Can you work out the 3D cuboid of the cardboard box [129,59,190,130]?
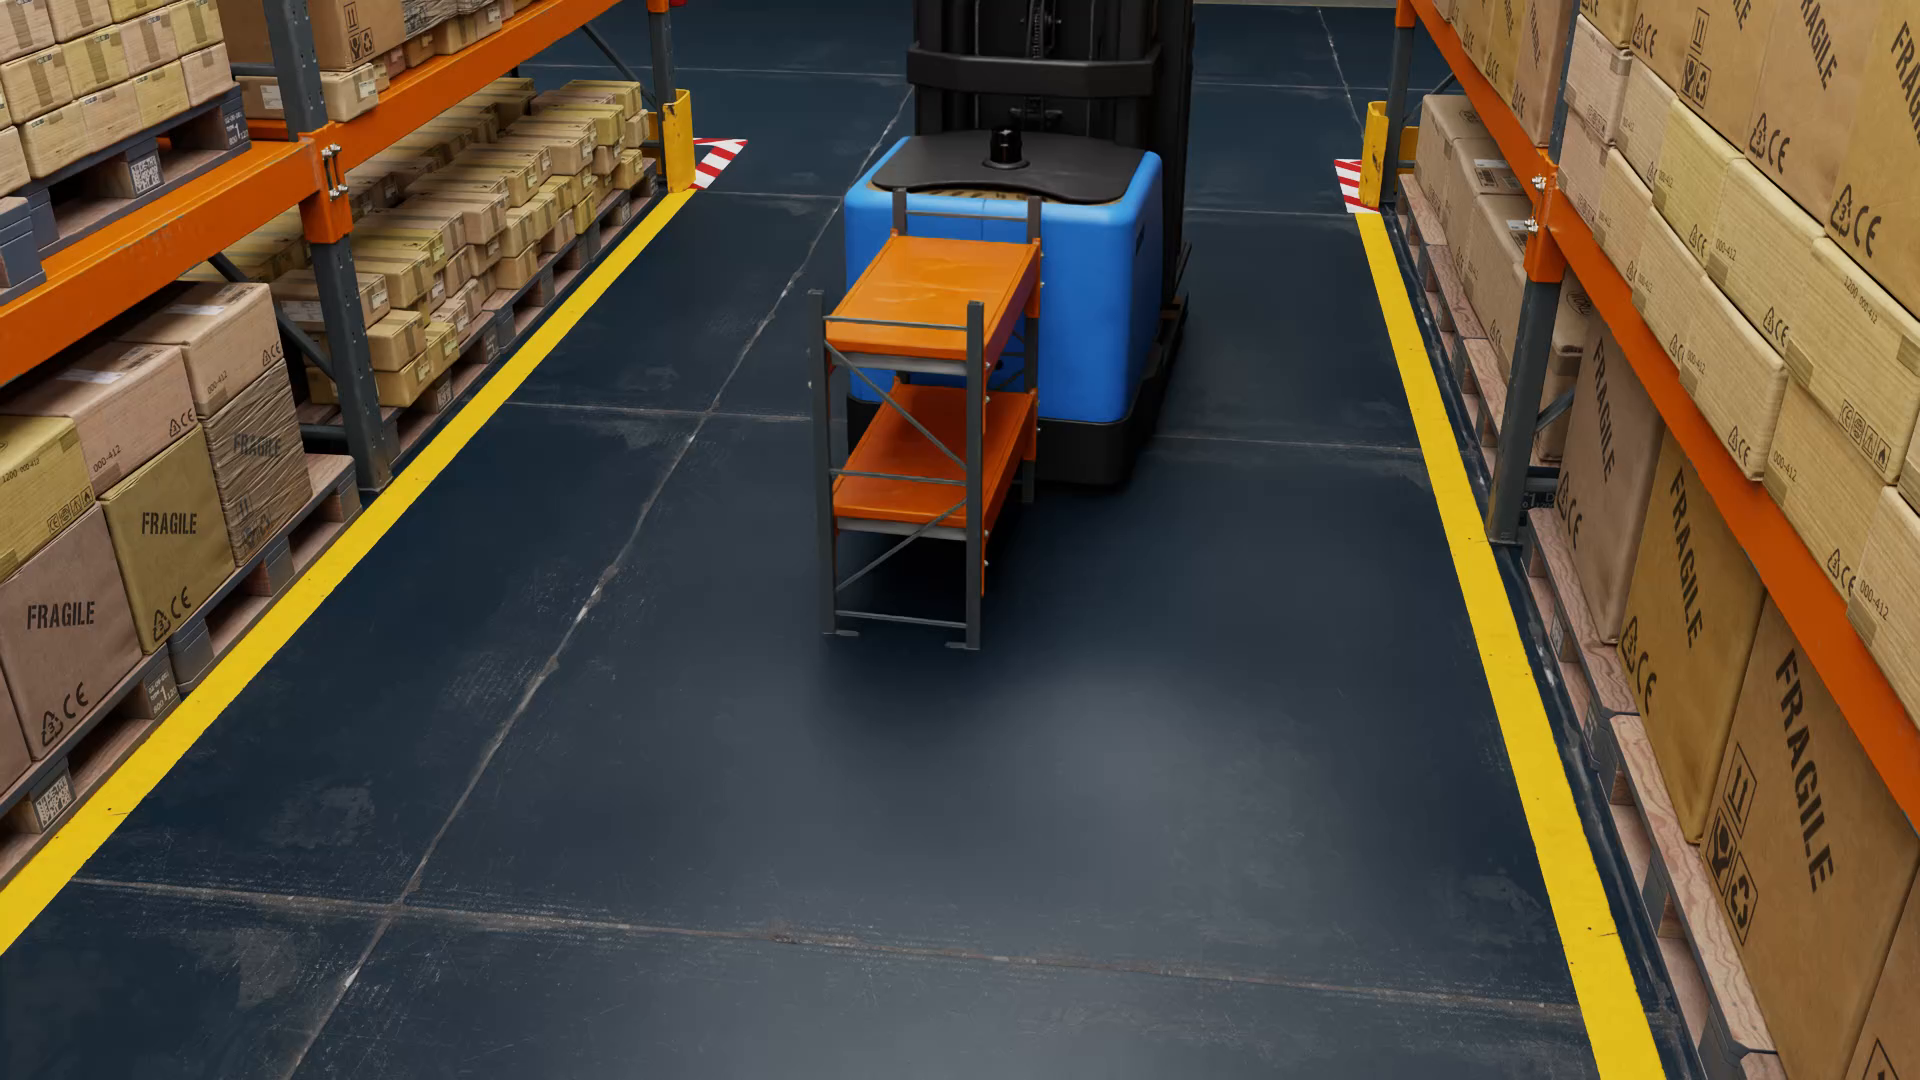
[{"bbox_3d":[-2.485,-1.296,4.816,0.380,0.149,0.250,4,29,6],"label":"cardboard box"}]

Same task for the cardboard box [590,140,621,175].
[{"bbox_3d":[-1.955,-1.977,8.506,0.380,0.149,0.250,2,28,4],"label":"cardboard box"}]

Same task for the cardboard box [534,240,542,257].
[{"bbox_3d":[-2.164,-1.367,7.687,0.380,0.149,0.250,4,29,8],"label":"cardboard box"}]

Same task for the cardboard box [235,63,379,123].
[{"bbox_3d":[-2.243,-1.547,5.723,0.380,0.149,0.250,4,29,8],"label":"cardboard box"}]

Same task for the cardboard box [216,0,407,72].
[{"bbox_3d":[-2.291,-1.936,5.762,0.500,0.500,0.500,3,28,5],"label":"cardboard box"}]

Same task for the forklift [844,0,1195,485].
[{"bbox_3d":[0.413,-2.169,6.685,1.130,2.935,3.031,6,29,11],"label":"forklift"}]

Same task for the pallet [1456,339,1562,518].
[{"bbox_3d":[2.494,-0.429,6.323,1.003,0.211,1.213,3,28,6],"label":"pallet"}]

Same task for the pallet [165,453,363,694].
[{"bbox_3d":[-2.696,0.051,5.432,1.003,0.211,1.213,3,28,6],"label":"pallet"}]

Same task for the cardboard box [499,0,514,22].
[{"bbox_3d":[-2.143,-2.298,7.118,0.380,0.149,0.250,4,29,8],"label":"cardboard box"}]

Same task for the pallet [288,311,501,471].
[{"bbox_3d":[-2.555,-0.633,6.703,1.003,0.211,1.213,3,28,6],"label":"pallet"}]

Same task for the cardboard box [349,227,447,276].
[{"bbox_3d":[-2.280,-1.133,6.626,0.380,0.149,0.250,3,28,5],"label":"cardboard box"}]

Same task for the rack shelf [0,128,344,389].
[{"bbox_3d":[-2.847,-0.285,3.874,1.077,0.370,4.000,3,28,6],"label":"rack shelf"}]

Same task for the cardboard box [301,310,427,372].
[{"bbox_3d":[-2.240,-0.756,6.239,0.380,0.149,0.250,5,29,9],"label":"cardboard box"}]

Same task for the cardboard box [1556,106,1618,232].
[{"bbox_3d":[2.007,-1.045,4.685,0.500,0.250,0.500,3,28,5],"label":"cardboard box"}]

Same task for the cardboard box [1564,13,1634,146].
[{"bbox_3d":[1.989,-1.266,4.568,0.500,0.250,0.500,3,28,5],"label":"cardboard box"}]

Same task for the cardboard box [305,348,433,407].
[{"bbox_3d":[-2.239,-0.625,6.311,0.380,0.149,0.250,2,28,4],"label":"cardboard box"}]

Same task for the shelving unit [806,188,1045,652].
[{"bbox_3d":[-0.080,-0.418,5.340,0.538,1.125,1.048,6,29,10],"label":"shelving unit"}]

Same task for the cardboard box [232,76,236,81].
[{"bbox_3d":[-2.876,-1.708,6.022,0.380,0.149,0.250,3,28,5],"label":"cardboard box"}]

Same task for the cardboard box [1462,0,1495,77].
[{"bbox_3d":[2.231,-2.060,6.306,0.500,0.500,0.500,3,28,5],"label":"cardboard box"}]

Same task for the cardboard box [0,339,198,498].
[{"bbox_3d":[-2.519,-0.351,4.641,0.500,0.250,0.500,5,29,9],"label":"cardboard box"}]

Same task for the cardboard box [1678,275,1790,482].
[{"bbox_3d":[1.796,-0.326,3.351,0.500,0.250,0.500,3,28,5],"label":"cardboard box"}]

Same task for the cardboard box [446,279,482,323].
[{"bbox_3d":[-2.246,-0.993,6.994,0.380,0.149,0.250,3,28,5],"label":"cardboard box"}]

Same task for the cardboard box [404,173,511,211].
[{"bbox_3d":[-2.207,-1.505,7.317,0.380,0.149,0.250,2,28,4],"label":"cardboard box"}]

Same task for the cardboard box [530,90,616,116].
[{"bbox_3d":[-2.013,-2.239,8.678,0.380,0.149,0.250,4,29,7],"label":"cardboard box"}]

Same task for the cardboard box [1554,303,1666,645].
[{"bbox_3d":[2.326,-0.256,4.860,0.875,0.875,0.875,4,29,8],"label":"cardboard box"}]

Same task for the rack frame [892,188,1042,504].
[{"bbox_3d":[0.022,-0.654,5.779,0.500,1.125,0.032,6,29,10],"label":"rack frame"}]

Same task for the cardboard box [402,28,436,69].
[{"bbox_3d":[-2.265,-1.929,6.432,0.380,0.149,0.250,2,28,4],"label":"cardboard box"}]

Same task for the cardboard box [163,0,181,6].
[{"bbox_3d":[-2.458,-1.679,4.898,0.380,0.149,0.250,5,29,9],"label":"cardboard box"}]

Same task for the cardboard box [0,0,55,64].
[{"bbox_3d":[-2.555,-1.307,4.208,0.380,0.149,0.250,3,28,6],"label":"cardboard box"}]

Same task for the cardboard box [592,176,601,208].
[{"bbox_3d":[-2.036,-1.732,8.366,0.380,0.149,0.250,4,29,7],"label":"cardboard box"}]

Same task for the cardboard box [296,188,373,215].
[{"bbox_3d":[-2.751,-1.408,7.136,0.380,0.149,0.250,2,28,4],"label":"cardboard box"}]

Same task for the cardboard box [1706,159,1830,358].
[{"bbox_3d":[1.805,-0.545,3.230,0.500,0.250,0.500,3,28,5],"label":"cardboard box"}]

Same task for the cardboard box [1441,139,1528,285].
[{"bbox_3d":[2.728,-1.495,7.621,0.875,0.438,0.875,4,29,8],"label":"cardboard box"}]

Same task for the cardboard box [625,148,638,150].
[{"bbox_3d":[-1.970,-2.096,9.040,0.380,0.149,0.250,4,29,7],"label":"cardboard box"}]

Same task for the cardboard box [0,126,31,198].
[{"bbox_3d":[-2.578,-0.930,4.136,0.380,0.149,0.250,2,28,4],"label":"cardboard box"}]

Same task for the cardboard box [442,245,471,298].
[{"bbox_3d":[-2.268,-1.124,6.923,0.380,0.149,0.250,2,28,4],"label":"cardboard box"}]

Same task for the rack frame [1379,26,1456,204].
[{"bbox_3d":[2.813,-3.186,8.500,1.000,3.000,0.127,3,28,6],"label":"rack frame"}]

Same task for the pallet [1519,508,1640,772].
[{"bbox_3d":[2.303,0.292,4.985,1.003,0.211,1.213,3,28,6],"label":"pallet"}]

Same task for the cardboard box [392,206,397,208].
[{"bbox_3d":[-2.650,-1.384,7.406,0.380,0.149,0.250,2,28,4],"label":"cardboard box"}]

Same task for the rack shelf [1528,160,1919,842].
[{"bbox_3d":[2.078,-0.045,3.429,1.077,0.370,4.000,3,28,6],"label":"rack shelf"}]

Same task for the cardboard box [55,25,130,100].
[{"bbox_3d":[-2.519,-1.309,4.525,0.380,0.149,0.250,5,29,8],"label":"cardboard box"}]

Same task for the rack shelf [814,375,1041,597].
[{"bbox_3d":[-0.080,-0.203,5.456,0.538,0.278,1.000,6,29,10],"label":"rack shelf"}]

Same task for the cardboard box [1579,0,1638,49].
[{"bbox_3d":[1.984,-1.597,4.391,0.500,0.500,0.500,4,29,7],"label":"cardboard box"}]

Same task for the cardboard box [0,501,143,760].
[{"bbox_3d":[-2.573,0.218,4.375,0.500,0.500,0.500,3,28,5],"label":"cardboard box"}]

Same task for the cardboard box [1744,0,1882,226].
[{"bbox_3d":[1.828,-0.876,3.053,0.500,0.500,0.500,3,28,5],"label":"cardboard box"}]

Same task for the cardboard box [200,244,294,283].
[{"bbox_3d":[-2.825,-1.040,6.453,0.380,0.149,0.250,4,29,7],"label":"cardboard box"}]

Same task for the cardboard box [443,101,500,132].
[{"bbox_3d":[-2.586,-2.143,8.500,0.380,0.149,0.250,3,28,6],"label":"cardboard box"}]

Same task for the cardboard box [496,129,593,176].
[{"bbox_3d":[-1.991,-1.861,7.978,0.380,0.149,0.250,4,29,8],"label":"cardboard box"}]

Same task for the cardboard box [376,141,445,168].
[{"bbox_3d":[-2.655,-1.770,7.808,0.380,0.149,0.250,4,29,7],"label":"cardboard box"}]

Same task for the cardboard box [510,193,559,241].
[{"bbox_3d":[-2.062,-1.481,7.587,0.380,0.149,0.250,4,29,7],"label":"cardboard box"}]

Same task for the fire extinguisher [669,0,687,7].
[{"bbox_3d":[-1.623,-3.319,9.223,0.296,0.674,0.183,3,28,6],"label":"fire extinguisher"}]
